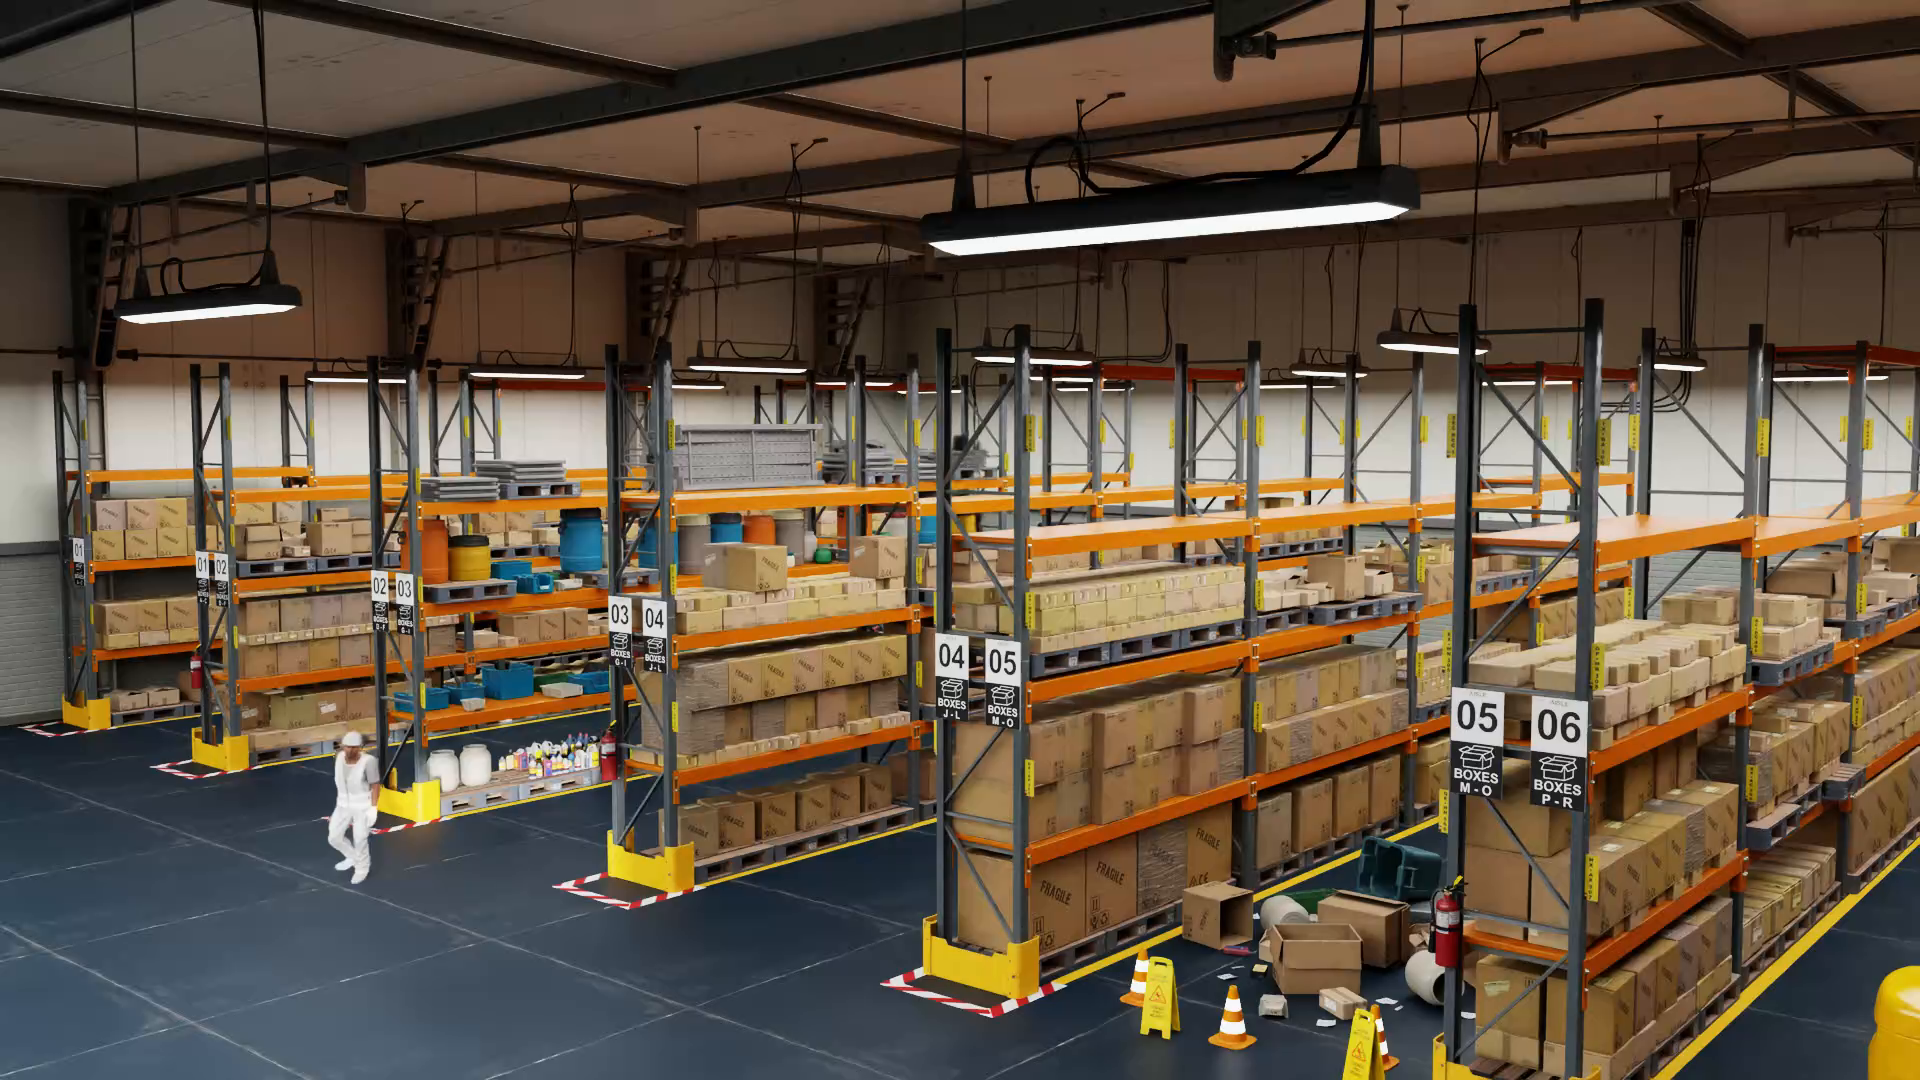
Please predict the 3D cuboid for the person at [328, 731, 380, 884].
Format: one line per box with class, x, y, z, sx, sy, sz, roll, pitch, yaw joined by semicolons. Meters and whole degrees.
person;-6.749;2.971;18.523;0.700;1.756;0.583;1;4;10
